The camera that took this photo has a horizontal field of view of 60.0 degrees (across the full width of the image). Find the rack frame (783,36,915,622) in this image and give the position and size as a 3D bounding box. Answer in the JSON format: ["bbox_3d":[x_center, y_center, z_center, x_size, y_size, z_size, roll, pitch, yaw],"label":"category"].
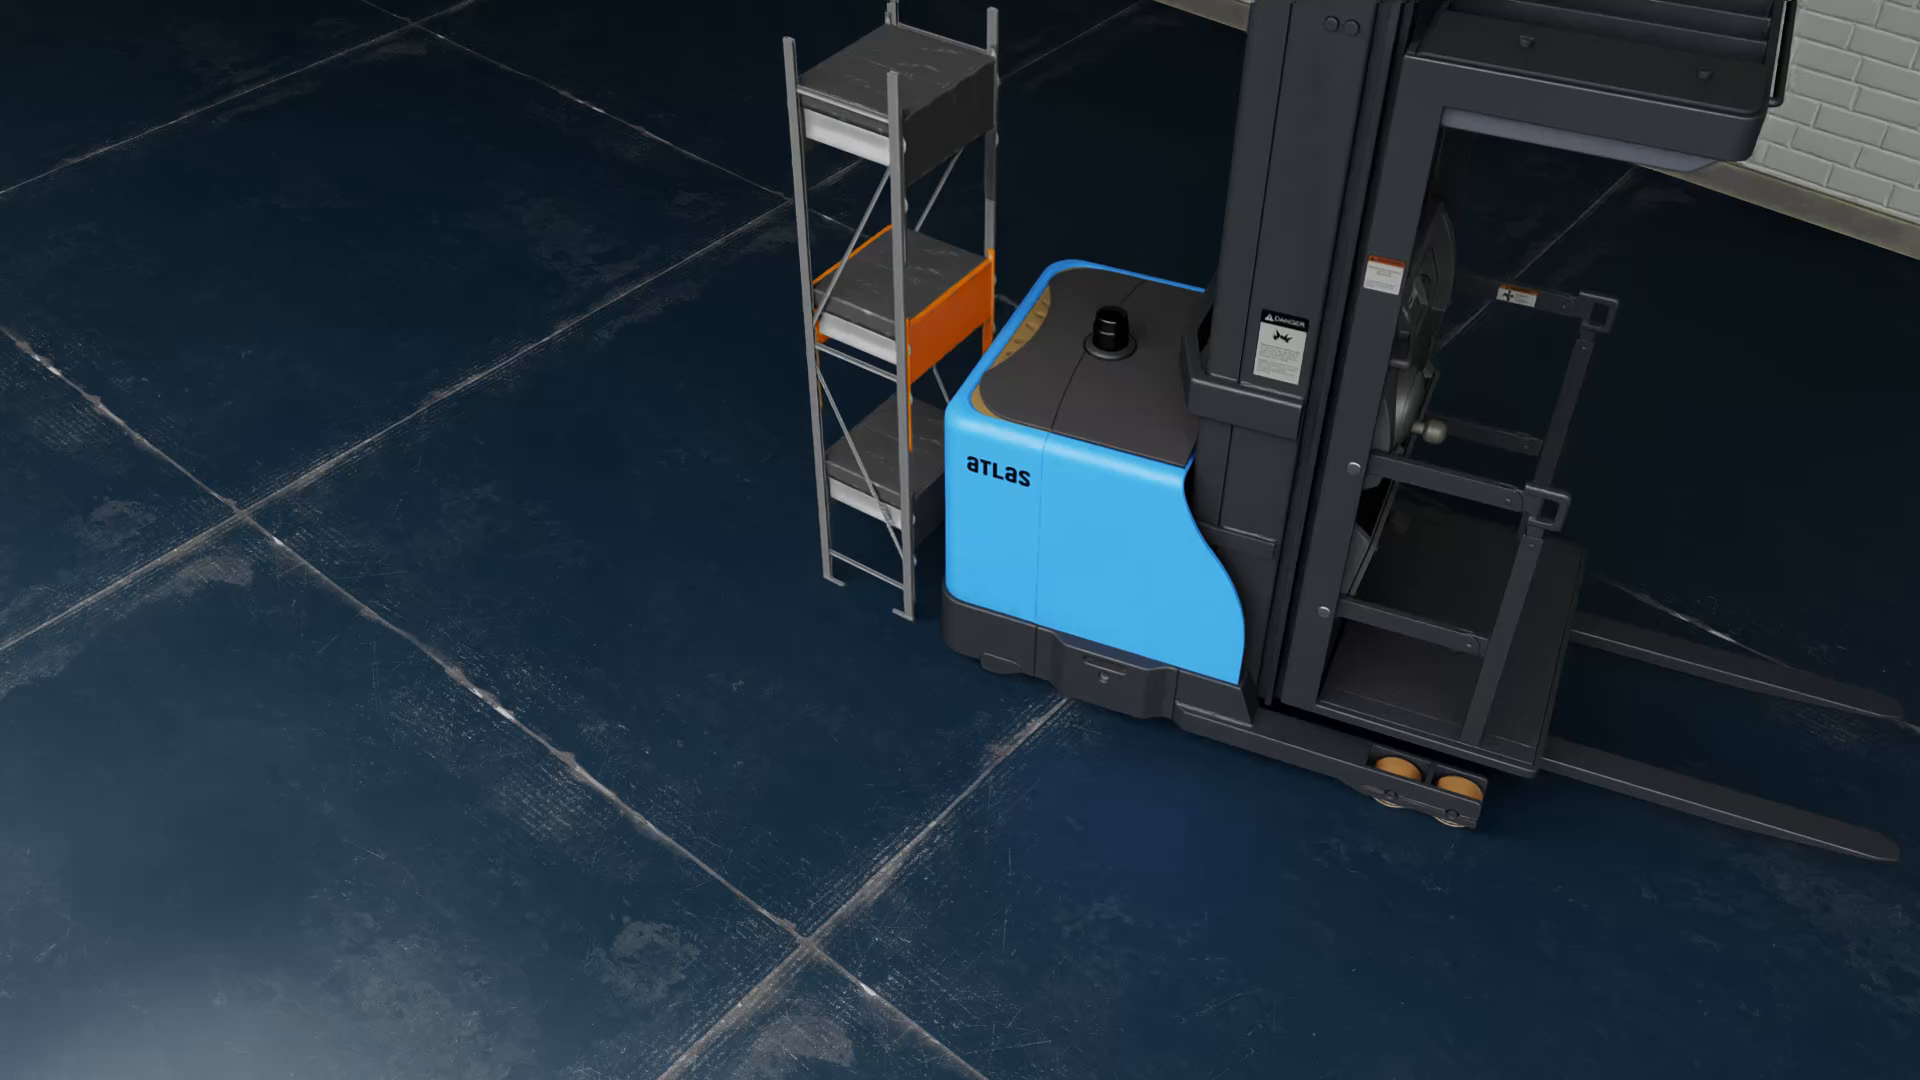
[{"bbox_3d":[-0.331,-0.565,5.310,0.400,2.100,0.015,25,48,25],"label":"rack frame"}]

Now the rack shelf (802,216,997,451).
[{"bbox_3d":[-0.192,-0.690,5.468,0.431,0.518,0.480,25,48,25],"label":"rack shelf"}]

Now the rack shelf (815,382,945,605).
[{"bbox_3d":[-0.192,-0.172,5.939,0.431,0.518,0.480,25,48,25],"label":"rack shelf"}]

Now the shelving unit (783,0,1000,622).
[{"bbox_3d":[-0.192,-0.700,5.459,0.431,2.100,0.503,25,48,25],"label":"shelving unit"}]

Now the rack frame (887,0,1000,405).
[{"bbox_3d":[-0.054,-0.835,5.607,0.400,2.100,0.015,25,48,25],"label":"rack frame"}]

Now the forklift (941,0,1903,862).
[{"bbox_3d":[1.501,-0.588,4.718,3.031,2.935,1.130,16,45,17],"label":"forklift"}]

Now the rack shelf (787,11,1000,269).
[{"bbox_3d":[-0.192,-1.208,4.997,0.431,0.518,0.480,25,48,25],"label":"rack shelf"}]
